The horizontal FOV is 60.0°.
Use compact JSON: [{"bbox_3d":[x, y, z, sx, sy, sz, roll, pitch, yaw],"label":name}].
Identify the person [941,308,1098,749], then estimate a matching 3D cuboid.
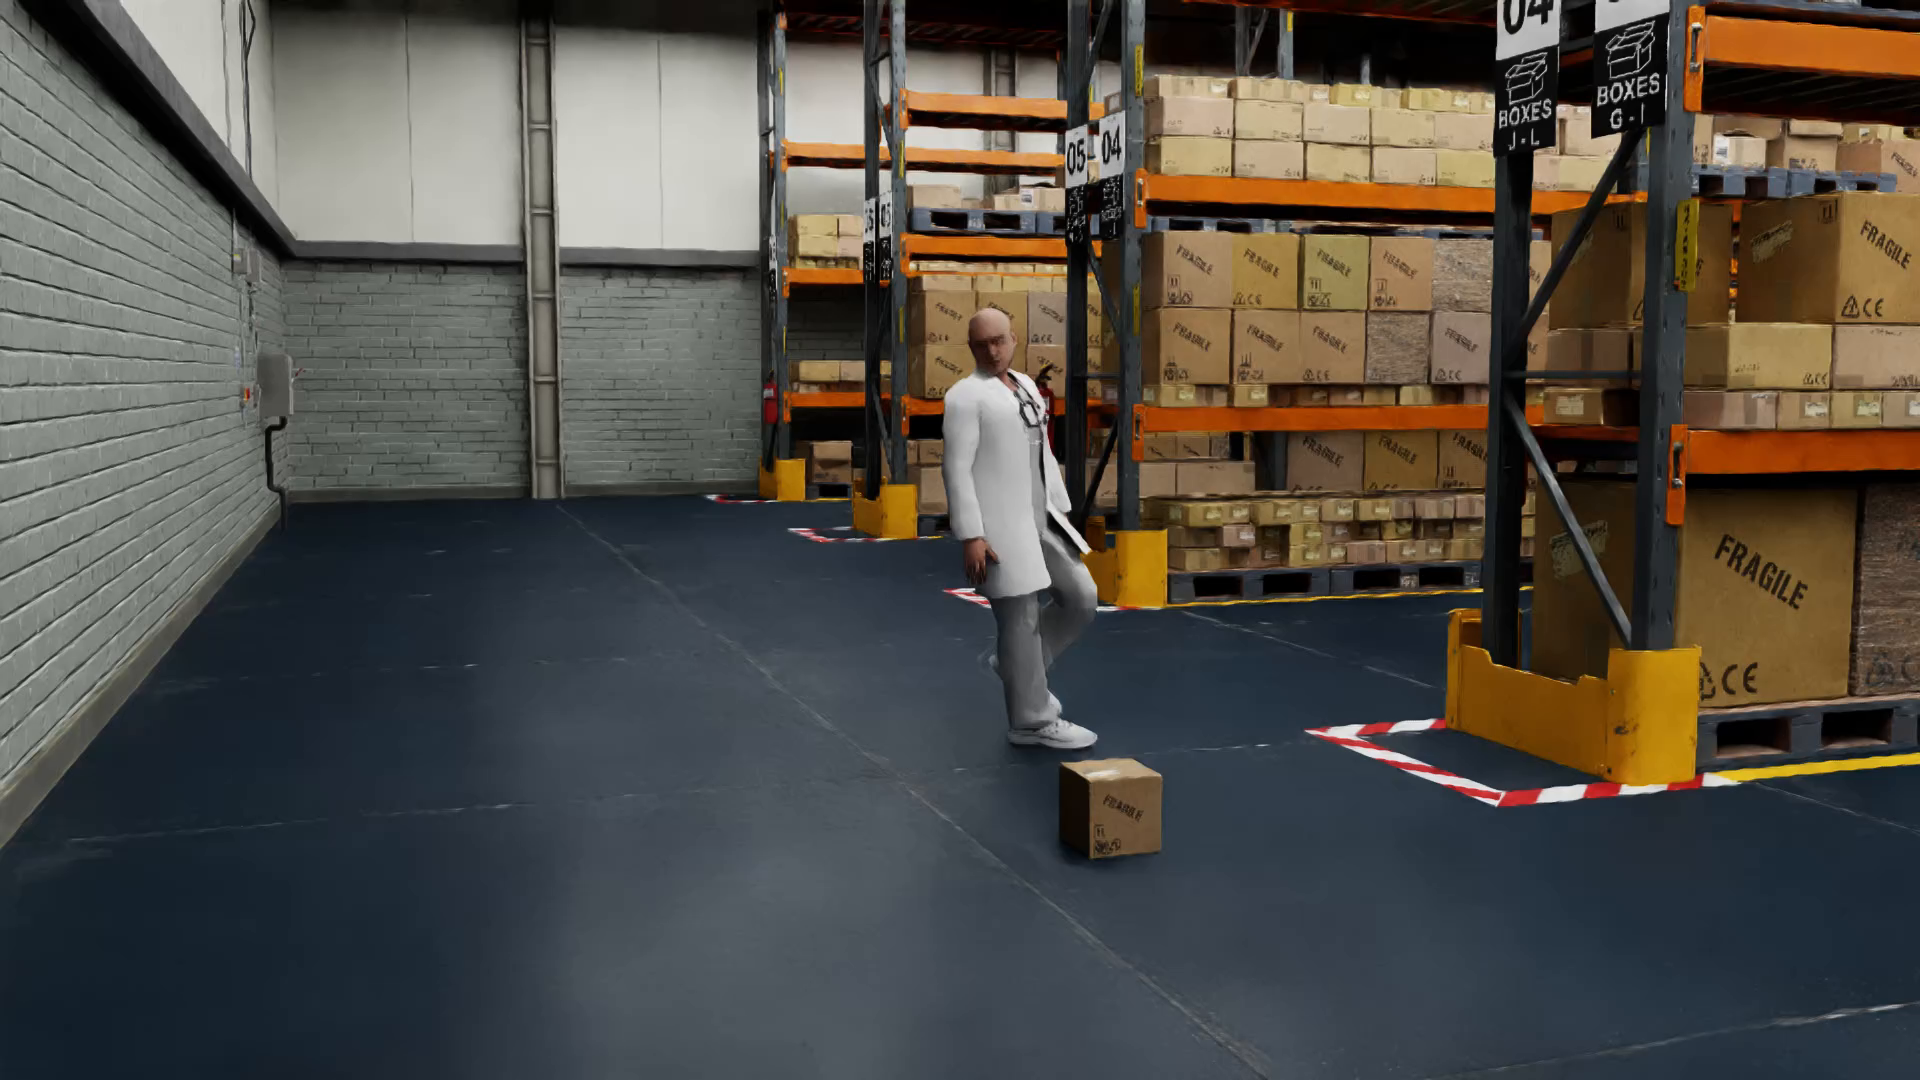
[{"bbox_3d":[0.235,-0.033,6.627,0.526,1.764,0.691,4,7,32],"label":"person"}]
